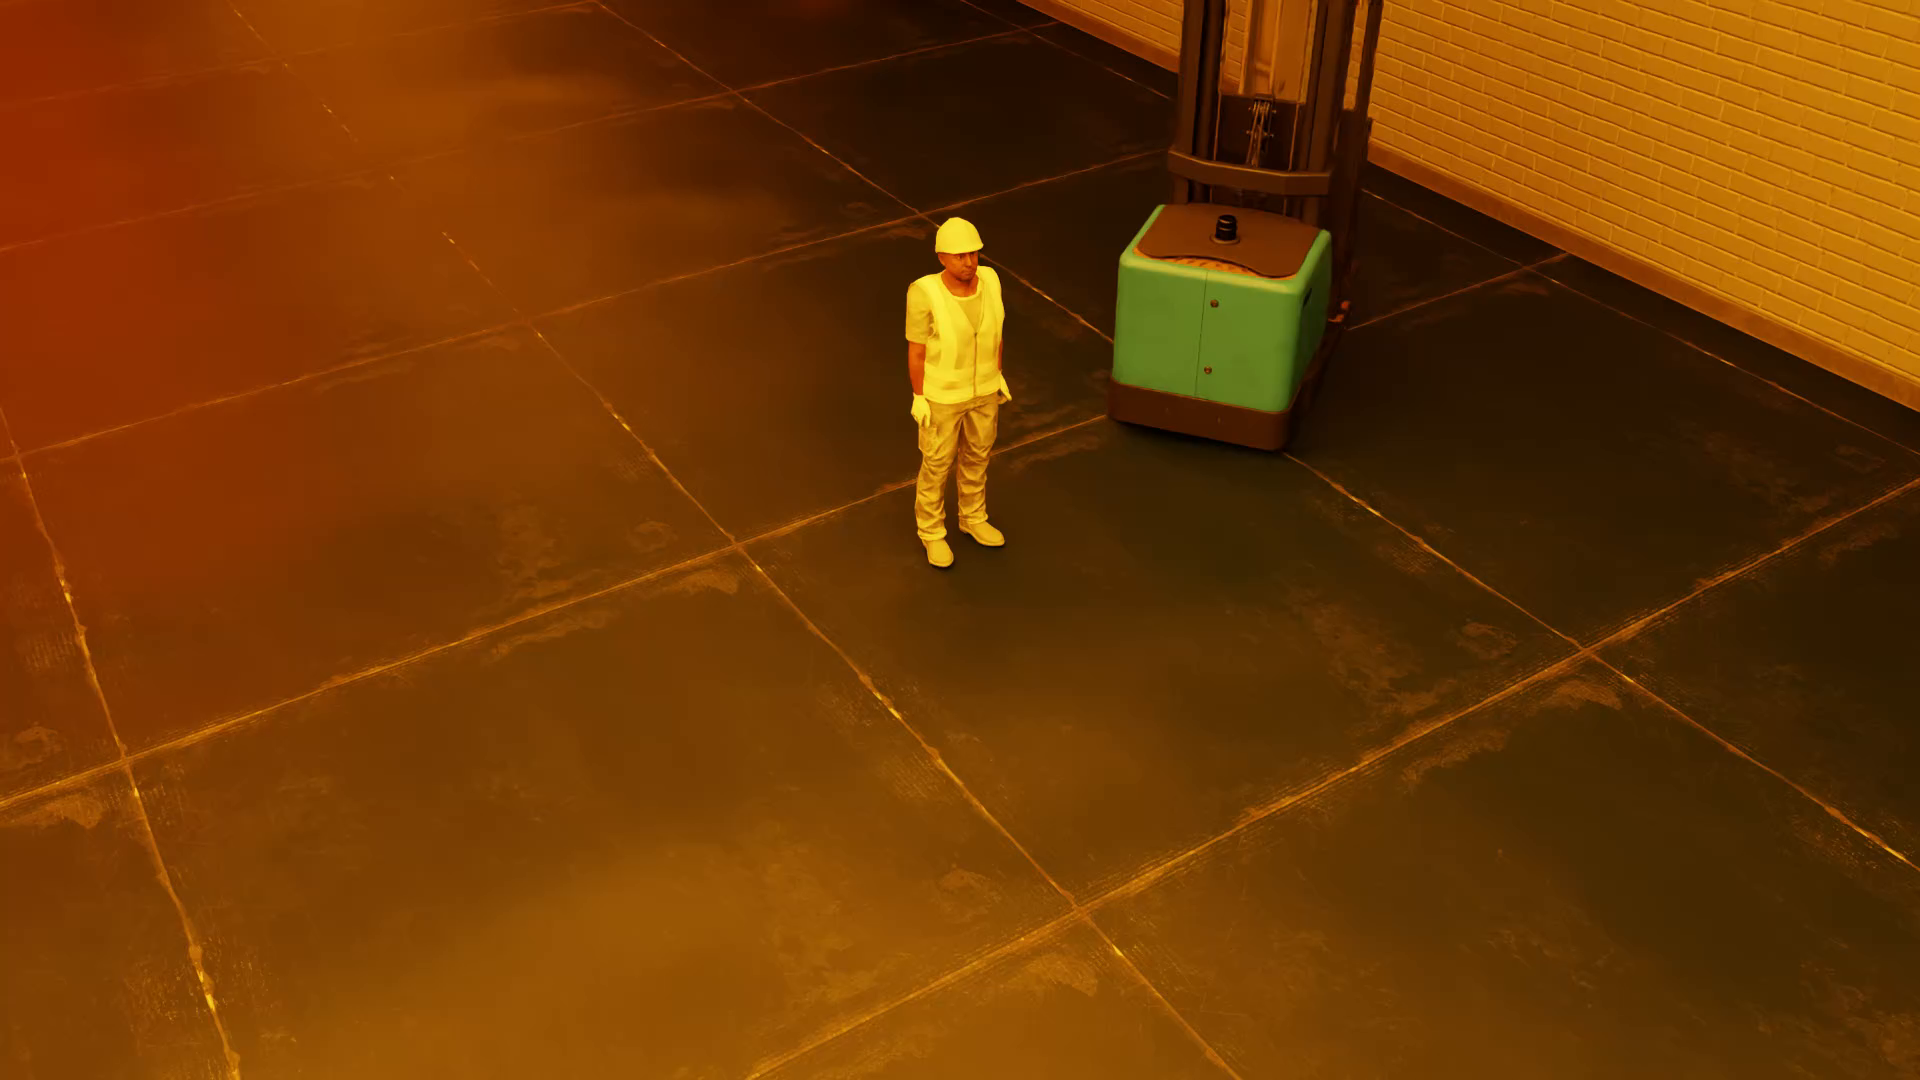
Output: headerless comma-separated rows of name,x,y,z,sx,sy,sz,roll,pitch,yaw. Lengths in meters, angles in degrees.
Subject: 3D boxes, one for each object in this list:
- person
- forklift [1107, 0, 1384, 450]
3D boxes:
person,0.012,-0.731,8.186,0.542,1.789,0.382,-21,40,-27
forklift,1.874,-2.542,9.766,1.130,2.935,3.031,13,37,18
